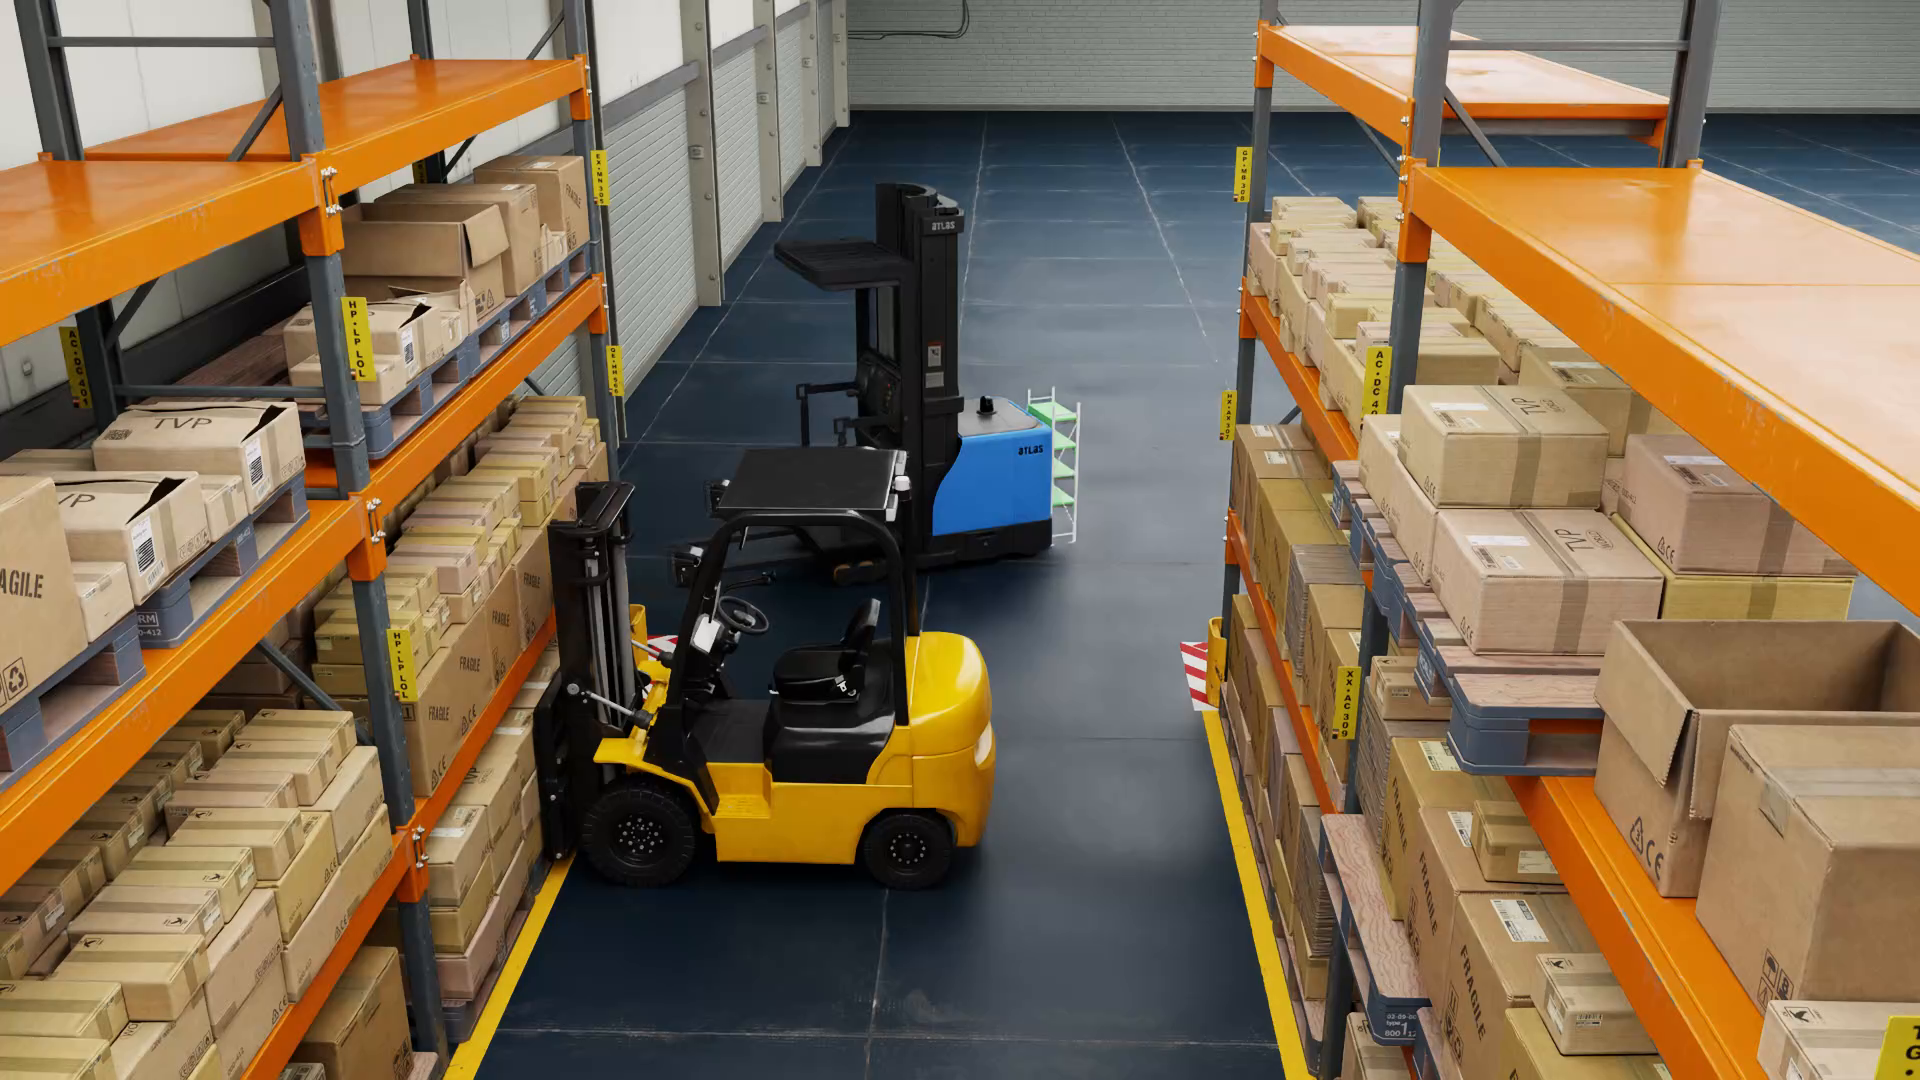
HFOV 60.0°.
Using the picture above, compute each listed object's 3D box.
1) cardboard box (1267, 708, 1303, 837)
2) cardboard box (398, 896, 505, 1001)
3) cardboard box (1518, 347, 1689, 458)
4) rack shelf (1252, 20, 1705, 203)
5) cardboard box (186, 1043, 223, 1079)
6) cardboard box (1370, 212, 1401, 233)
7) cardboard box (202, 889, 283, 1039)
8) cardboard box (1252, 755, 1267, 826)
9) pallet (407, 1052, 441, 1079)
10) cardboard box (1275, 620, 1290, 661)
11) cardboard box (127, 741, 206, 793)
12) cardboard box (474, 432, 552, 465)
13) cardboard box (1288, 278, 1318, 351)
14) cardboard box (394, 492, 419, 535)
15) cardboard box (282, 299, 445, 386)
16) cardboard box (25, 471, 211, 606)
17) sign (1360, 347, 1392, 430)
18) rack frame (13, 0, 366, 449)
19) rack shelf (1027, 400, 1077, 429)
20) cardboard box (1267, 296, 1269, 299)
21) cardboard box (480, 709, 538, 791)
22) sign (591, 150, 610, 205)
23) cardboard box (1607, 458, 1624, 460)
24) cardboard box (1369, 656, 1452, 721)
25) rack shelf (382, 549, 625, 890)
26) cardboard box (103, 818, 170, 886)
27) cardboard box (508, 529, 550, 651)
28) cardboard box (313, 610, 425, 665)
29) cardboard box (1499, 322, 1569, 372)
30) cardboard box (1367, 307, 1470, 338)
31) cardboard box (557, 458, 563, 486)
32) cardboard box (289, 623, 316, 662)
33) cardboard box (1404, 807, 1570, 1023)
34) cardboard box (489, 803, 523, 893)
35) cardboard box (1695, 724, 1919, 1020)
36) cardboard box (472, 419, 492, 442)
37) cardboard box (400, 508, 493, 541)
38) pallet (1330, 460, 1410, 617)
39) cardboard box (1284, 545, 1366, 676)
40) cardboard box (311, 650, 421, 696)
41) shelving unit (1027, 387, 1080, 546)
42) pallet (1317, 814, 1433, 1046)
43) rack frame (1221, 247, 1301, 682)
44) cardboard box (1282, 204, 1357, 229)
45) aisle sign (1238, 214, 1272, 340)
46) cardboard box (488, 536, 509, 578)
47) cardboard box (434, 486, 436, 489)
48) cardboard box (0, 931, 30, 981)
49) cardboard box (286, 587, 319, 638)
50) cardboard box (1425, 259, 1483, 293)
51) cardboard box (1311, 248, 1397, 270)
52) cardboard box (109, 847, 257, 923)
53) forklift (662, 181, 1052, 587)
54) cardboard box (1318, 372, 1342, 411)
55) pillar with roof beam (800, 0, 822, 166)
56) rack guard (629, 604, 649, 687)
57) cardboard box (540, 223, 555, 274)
[{"bbox_3d":[1.897,1.222,8.709,0.500,0.500,0.500,2,21,4],"label":"cardboard box"},{"bbox_3d":[-2.497,1.933,7.915,0.500,0.250,0.500,1,21,2],"label":"cardboard box"},{"bbox_3d":[2.228,-0.475,5.689,0.500,0.250,0.500,1,21,3],"label":"cardboard box"},{"bbox_3d":[2.180,-2.112,7.824,1.077,0.370,4.000,1,21,2],"label":"rack shelf"},{"bbox_3d":[-2.660,1.821,5.190,0.500,0.250,0.500,1,21,3],"label":"cardboard box"},{"bbox_3d":[2.490,-1.717,9.200,0.380,0.149,0.250,0,21,1],"label":"cardboard box"},{"bbox_3d":[-2.632,1.406,5.568,0.500,0.250,0.500,1,21,3],"label":"cardboard box"},{"bbox_3d":[1.912,1.382,9.336,0.500,0.250,0.500,2,21,5],"label":"cardboard box"},{"bbox_3d":[-2.826,2.585,6.869,1.003,0.211,1.213,1,21,2],"label":"pallet"},{"bbox_3d":[1.861,0.516,8.694,0.380,0.149,0.250,1,21,2],"label":"cardboard box"},{"bbox_3d":[-3.129,0.890,6.347,0.380,0.149,0.250,0,21,0],"label":"cardboard box"},{"bbox_3d":[-2.561,-0.511,9.545,0.380,0.149,0.250,1,21,2],"label":"cardboard box"},{"bbox_3d":[1.908,-1.109,8.184,0.500,0.250,0.500,1,21,3],"label":"cardboard box"},{"bbox_3d":[-3.025,-0.142,8.596,0.380,0.149,0.250,1,21,3],"label":"cardboard box"},{"bbox_3d":[-2.574,-0.879,7.200,0.500,0.311,0.500,1,21,3],"label":"cardboard box"},{"bbox_3d":[-2.645,-0.039,5.035,0.500,0.311,0.500,0,21,0],"label":"cardboard box"},{"bbox_3d":[1.576,-0.571,6.287,0.100,0.325,0.005,1,21,2],"label":"sign"},{"bbox_3d":[-2.843,-1.779,5.967,1.000,3.000,0.127,1,21,2],"label":"rack frame"},{"bbox_3d":[0.760,-0.997,13.579,0.258,0.148,0.480,-8,23,-20],"label":"rack shelf"},{"bbox_3d":[1.987,-1.444,9.598,0.380,0.149,0.250,0,21,0],"label":"cardboard box"},{"bbox_3d":[-2.485,1.102,8.675,0.500,0.250,0.500,1,21,3],"label":"cardboard box"},{"bbox_3d":[-2.179,-2.192,10.063,0.100,0.325,0.005,1,21,2],"label":"sign"},{"bbox_3d":[2.246,-0.240,5.775,0.500,0.250,0.500,0,21,1],"label":"cardboard box"},{"bbox_3d":[1.751,0.554,6.221,0.380,0.149,0.250,1,21,1],"label":"cardboard box"},{"bbox_3d":[-2.782,0.630,9.046,1.077,0.370,4.000,1,21,2],"label":"rack shelf"},{"bbox_3d":[-3.140,1.217,6.055,0.500,0.250,0.500,0,21,1],"label":"cardboard box"},{"bbox_3d":[-2.518,0.261,8.866,0.500,0.500,0.500,1,21,2],"label":"cardboard box"},{"bbox_3d":[-2.537,0.418,7.151,0.380,0.149,0.250,1,21,3],"label":"cardboard box"},{"bbox_3d":[2.433,-0.786,6.801,0.380,0.149,0.250,1,21,3],"label":"cardboard box"},{"bbox_3d":[1.939,-0.887,7.059,0.380,0.149,0.250,1,21,3],"label":"cardboard box"},{"bbox_3d":[-2.518,-0.374,9.603,0.380,0.149,0.250,0,21,1],"label":"cardboard box"},{"bbox_3d":[-3.117,0.459,7.458,0.380,0.149,0.250,0,21,0],"label":"cardboard box"},{"bbox_3d":[1.774,1.216,5.411,0.500,0.500,0.500,1,21,1],"label":"cardboard box"},{"bbox_3d":[-2.506,1.517,8.295,0.500,0.250,0.500,1,21,1],"label":"cardboard box"},{"bbox_3d":[2.036,0.730,3.510,0.700,0.500,0.500,1,21,2],"label":"cardboard box"},{"bbox_3d":[-2.980,-0.607,9.794,0.380,0.149,0.250,1,21,3],"label":"cardboard box"},{"bbox_3d":[-2.577,-0.048,8.354,0.380,0.149,0.250,1,21,1],"label":"cardboard box"},{"bbox_3d":[1.993,-0.018,5.834,1.213,0.211,1.003,1,21,2],"label":"pallet"},{"bbox_3d":[1.904,0.349,8.228,0.500,0.500,0.500,1,21,3],"label":"cardboard box"},{"bbox_3d":[-2.570,0.557,7.206,0.380,0.149,0.250,0,21,1],"label":"cardboard box"},{"bbox_3d":[0.757,-0.608,13.729,0.258,1.200,0.503,-8,23,-20],"label":"shelving unit"},{"bbox_3d":[1.950,1.435,6.241,1.003,0.211,1.213,1,21,2],"label":"pallet"},{"bbox_3d":[2.240,-0.375,10.642,1.000,3.000,0.127,1,21,2],"label":"rack frame"},{"bbox_3d":[2.034,-1.811,9.440,0.380,0.149,0.250,1,21,1],"label":"cardboard box"},{"bbox_3d":[1.932,-1.613,10.239,0.394,0.787,0.004,1,21,2],"label":"aisle sign"},{"bbox_3d":[-2.503,0.094,8.398,0.380,0.149,0.250,0,21,0],"label":"cardboard box"},{"bbox_3d":[-3.101,-0.193,9.139,0.380,0.149,0.250,1,21,3],"label":"cardboard box"},{"bbox_3d":[-3.161,1.344,5.176,0.380,0.149,0.250,1,21,2],"label":"cardboard box"},{"bbox_3d":[-3.086,0.321,7.402,0.380,0.149,0.250,0,21,0],"label":"cardboard box"},{"bbox_3d":[2.419,-1.255,8.009,0.380,0.149,0.250,1,21,3],"label":"cardboard box"},{"bbox_3d":[1.948,-1.352,8.258,0.380,0.149,0.250,1,21,3],"label":"cardboard box"},{"bbox_3d":[-2.627,1.167,5.633,0.380,0.149,0.250,0,21,0],"label":"cardboard box"},{"bbox_3d":[-0.822,-1.221,12.917,3.031,2.935,1.130,-8,23,-20],"label":"forklift"},{"bbox_3d":[1.869,-0.699,7.679,0.380,0.149,0.250,1,21,3],"label":"cardboard box"},{"bbox_3d":[1.390,-11.614,31.313,9.100,9.000,0.400,1,21,2],"label":"pillar with roof beam"},{"bbox_3d":[-2.720,0.728,11.254,1.175,0.500,0.348,1,21,2],"label":"rack guard"},{"bbox_3d":[-2.451,-1.612,9.150,0.396,0.266,0.258,1,21,2],"label":"cardboard box"}]
